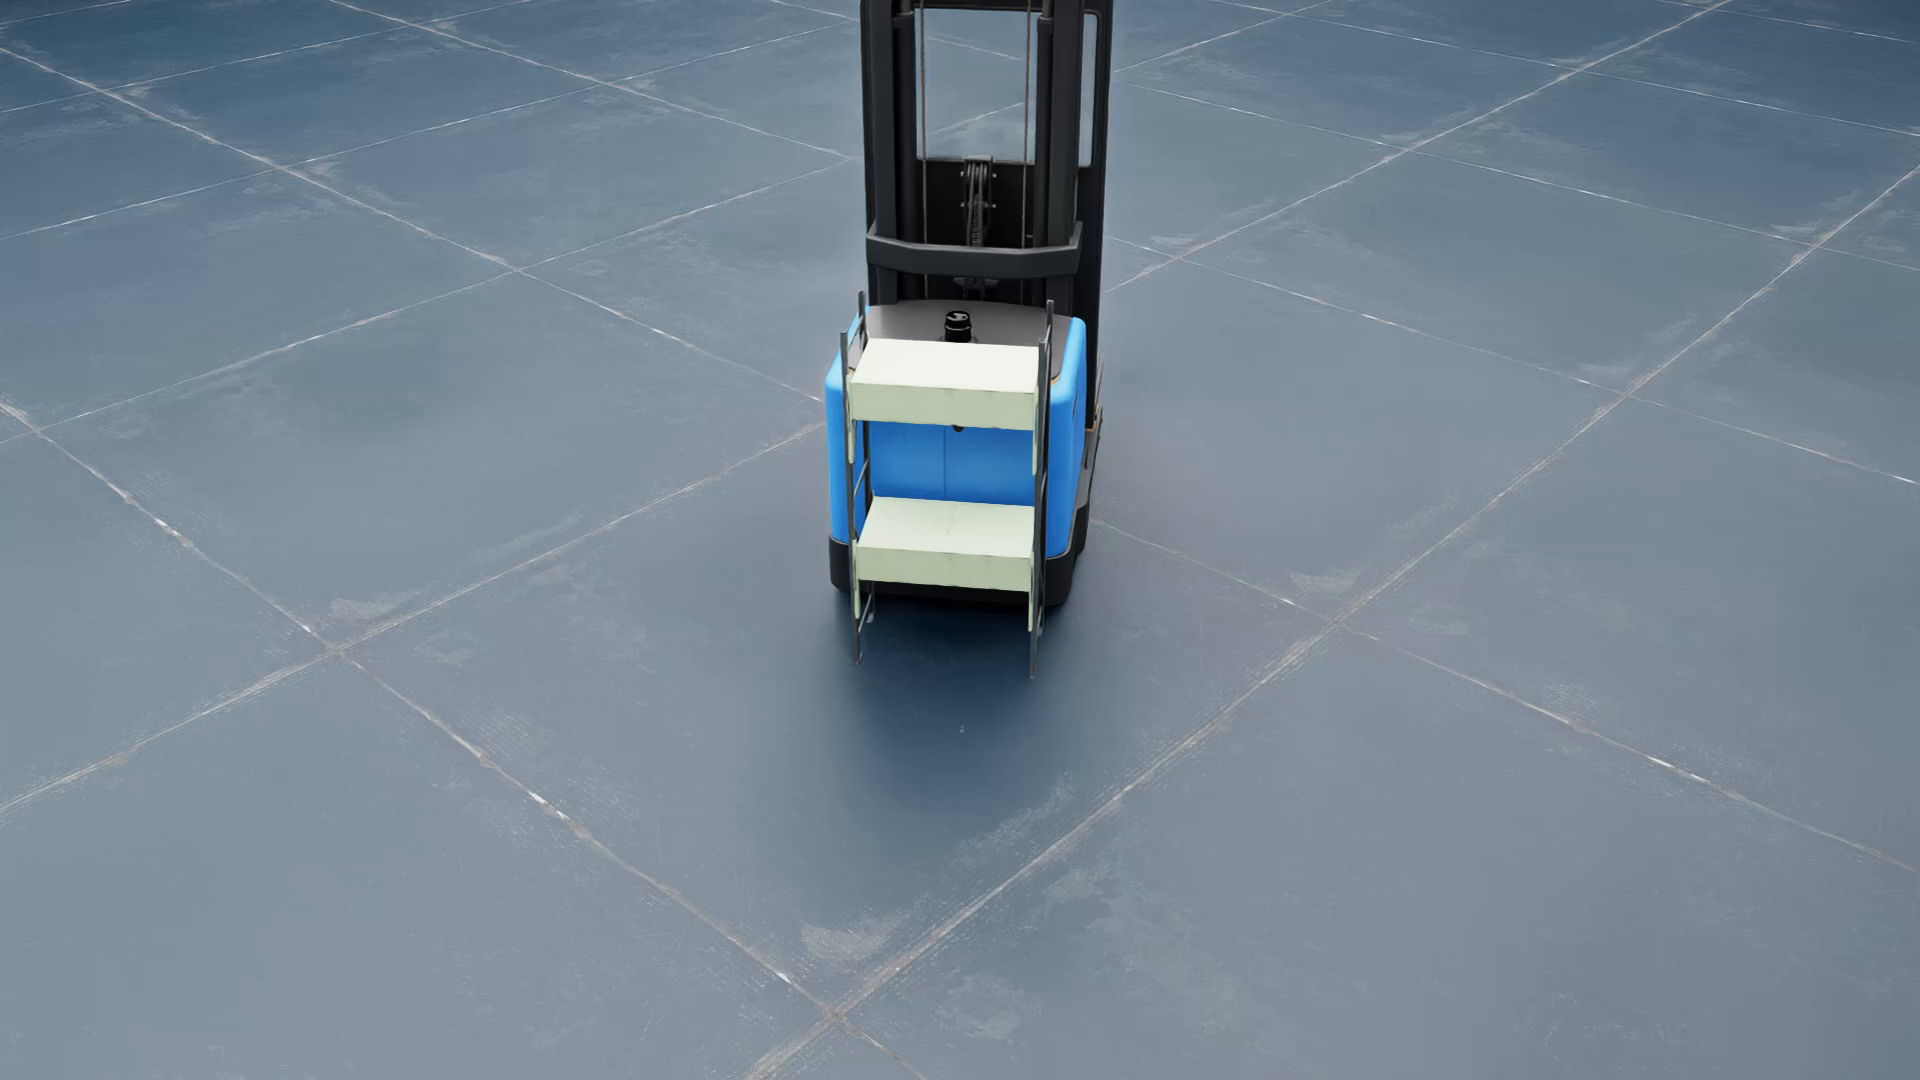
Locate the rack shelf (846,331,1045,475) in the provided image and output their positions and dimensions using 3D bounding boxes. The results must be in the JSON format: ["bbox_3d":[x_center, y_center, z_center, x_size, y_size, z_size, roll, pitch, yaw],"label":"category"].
[{"bbox_3d":[-0.042,-0.533,6.425,0.720,0.370,0.431,4,31,6],"label":"rack shelf"}]

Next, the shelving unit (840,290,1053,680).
[{"bbox_3d":[-0.042,-0.199,6.626,0.755,1.500,0.431,4,31,6],"label":"shelving unit"}]

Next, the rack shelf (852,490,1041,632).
[{"bbox_3d":[-0.042,0.080,6.795,0.720,0.370,0.431,4,31,6],"label":"rack shelf"}]

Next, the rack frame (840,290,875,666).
[{"bbox_3d":[-0.405,-0.224,6.667,0.023,1.500,0.400,4,31,6],"label":"rack frame"}]

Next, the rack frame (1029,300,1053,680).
[{"bbox_3d":[0.321,-0.175,6.586,0.023,1.500,0.400,4,31,6],"label":"rack frame"}]

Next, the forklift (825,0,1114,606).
[{"bbox_3d":[0.147,-1.712,7.752,1.130,2.935,3.031,4,31,7],"label":"forklift"}]
